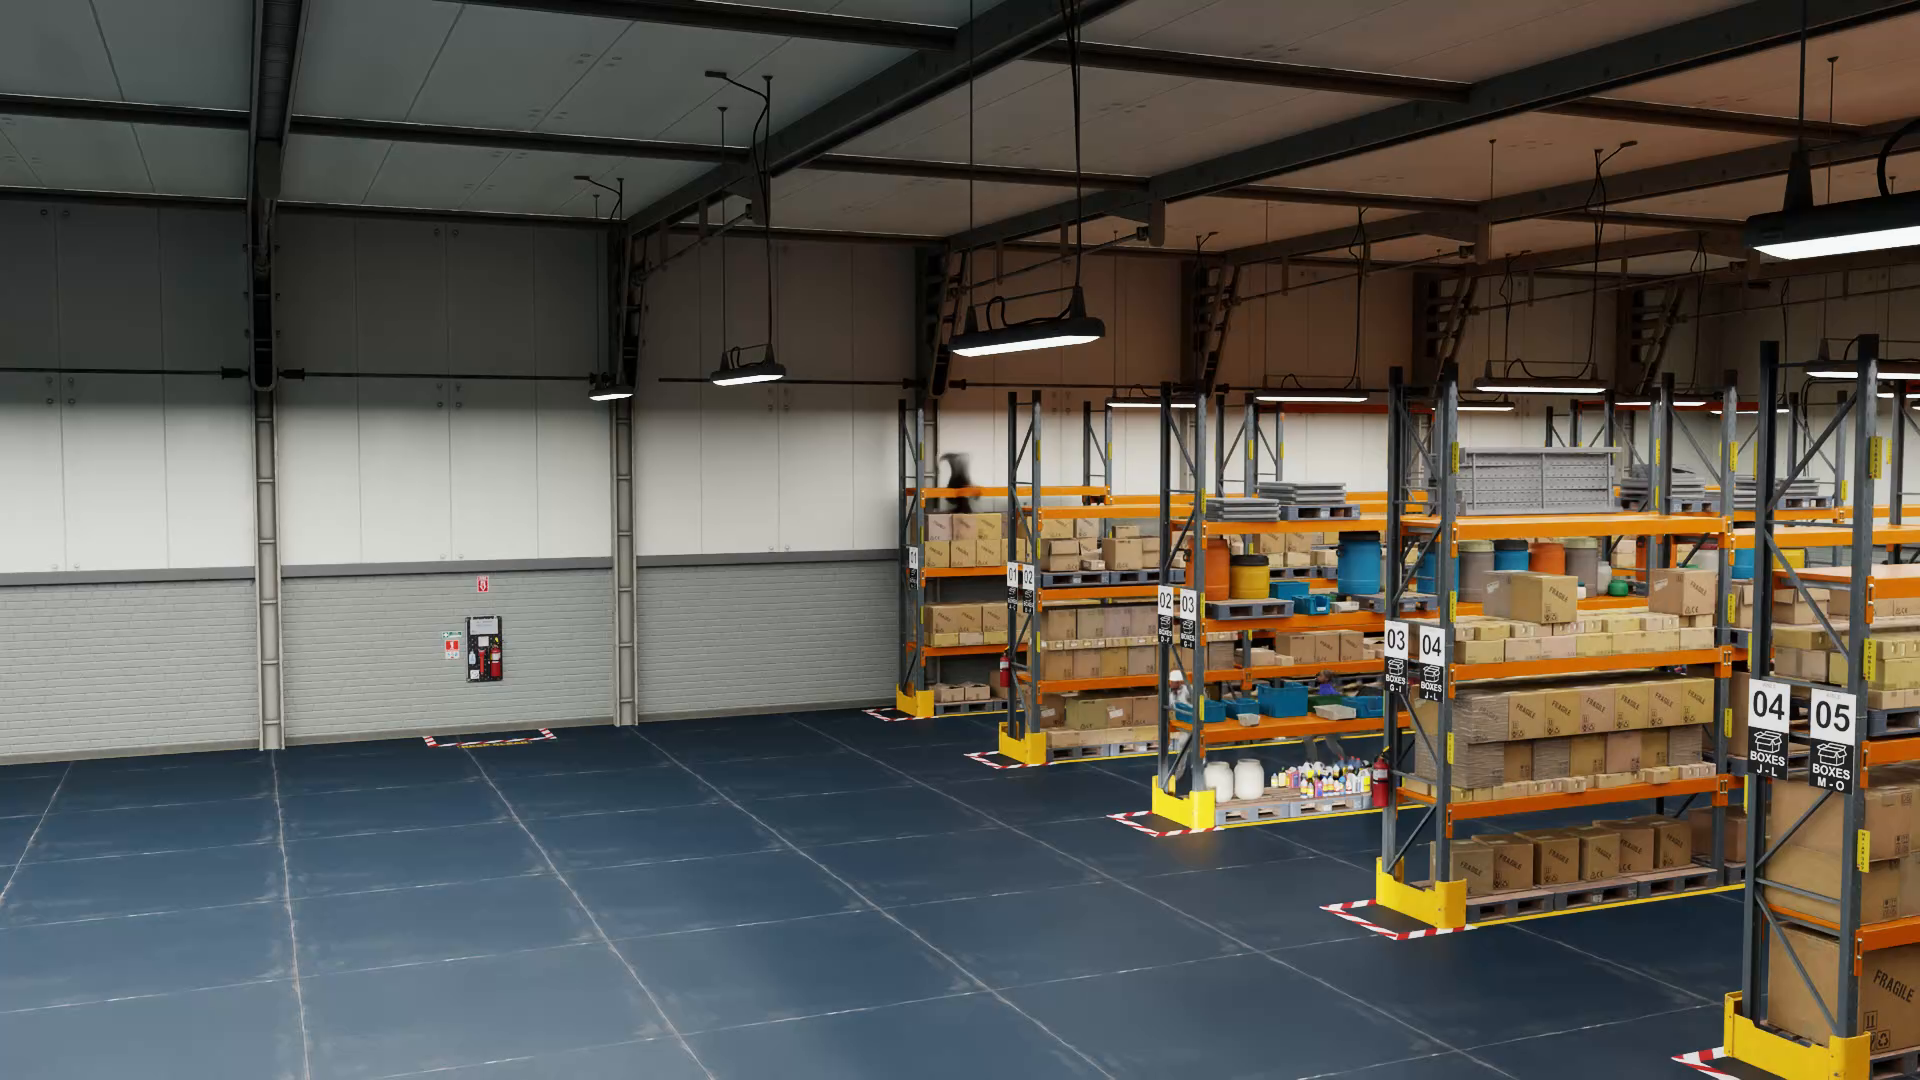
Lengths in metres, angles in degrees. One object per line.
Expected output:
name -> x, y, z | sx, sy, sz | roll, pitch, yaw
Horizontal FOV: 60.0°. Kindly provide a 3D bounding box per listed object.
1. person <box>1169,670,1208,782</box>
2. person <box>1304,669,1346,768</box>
person -> 3.534, 2.837, 25.654 | 0.707, 1.739, 1.026 | 3, 4, 38
person -> 5.699, 2.841, 25.687 | 0.708, 1.702, 0.562 | -1, 3, -14
